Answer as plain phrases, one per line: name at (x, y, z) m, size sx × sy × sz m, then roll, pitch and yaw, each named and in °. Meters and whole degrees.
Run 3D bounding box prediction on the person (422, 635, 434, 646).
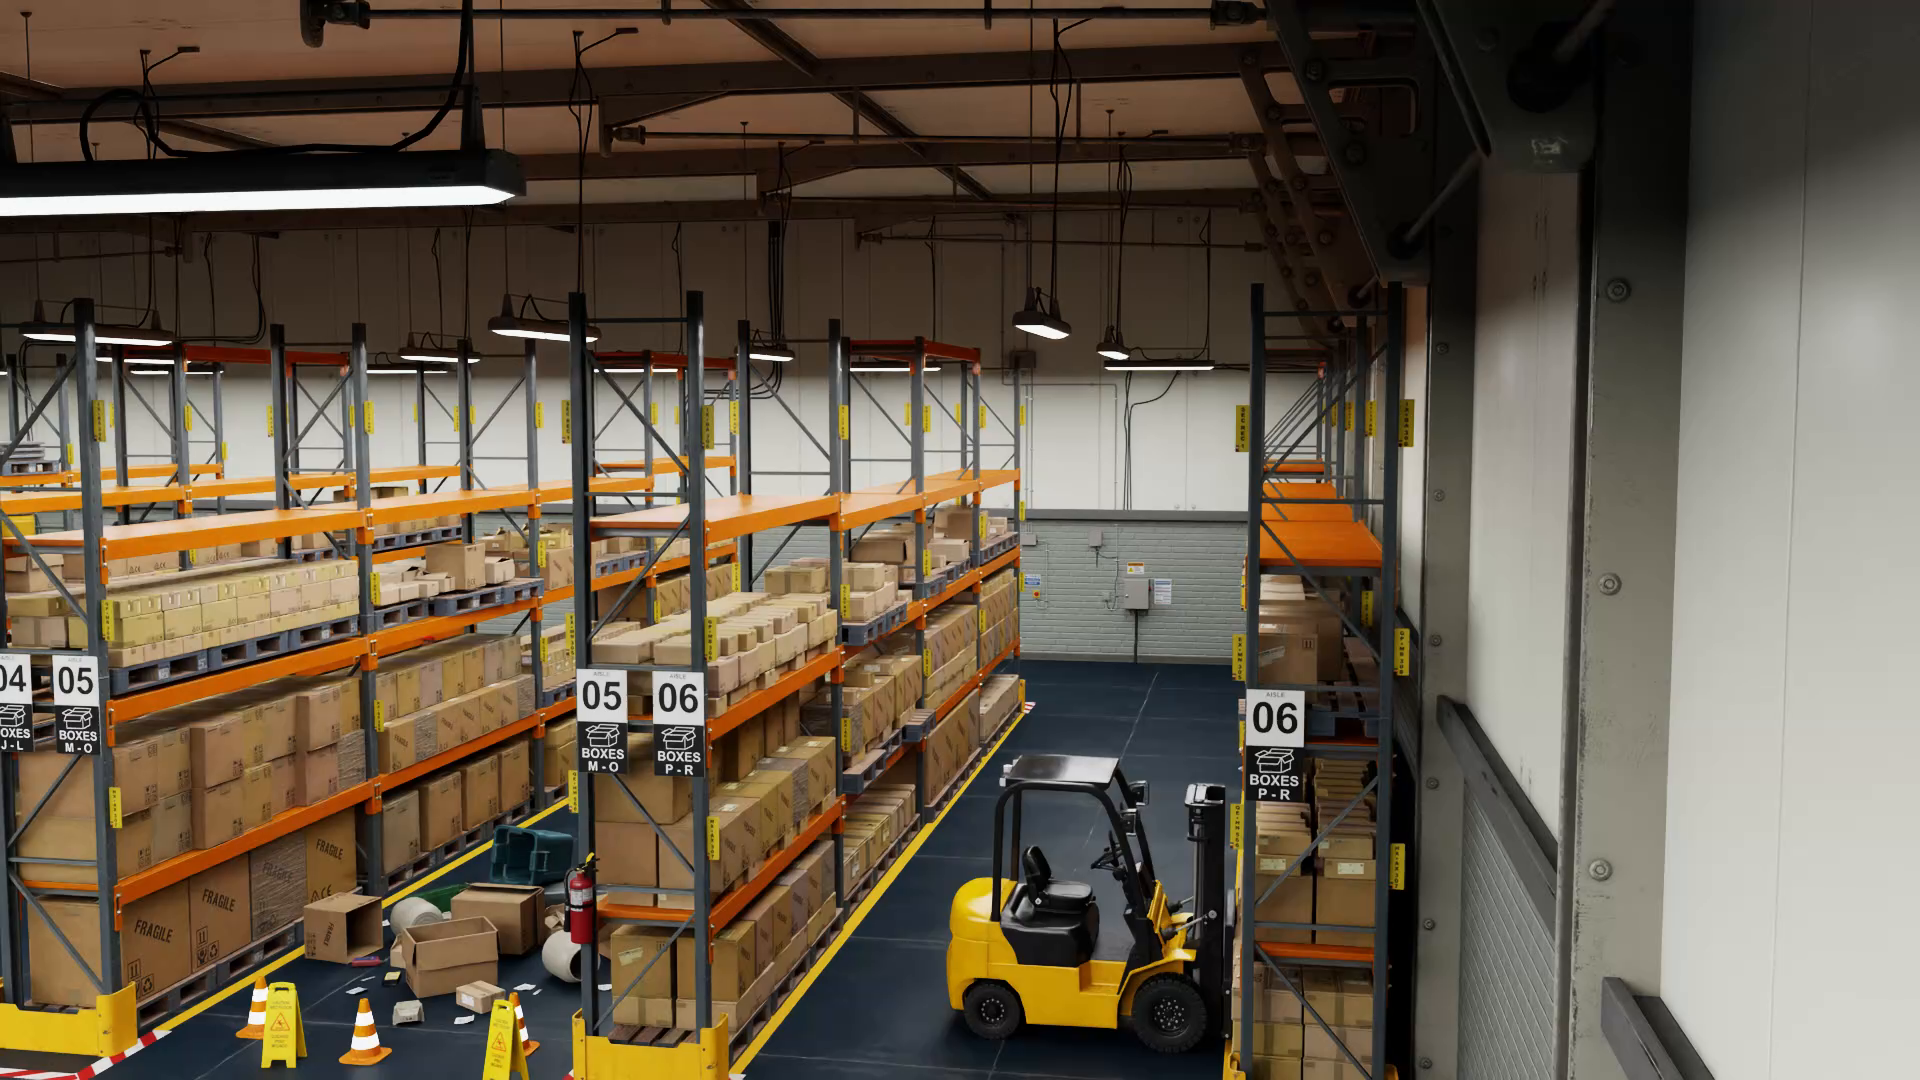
person at (-8.119, 2.235, 25.594) m, size 0.627 × 1.765 × 0.705 m, roll 0°, pitch 5°, yaw 0°
